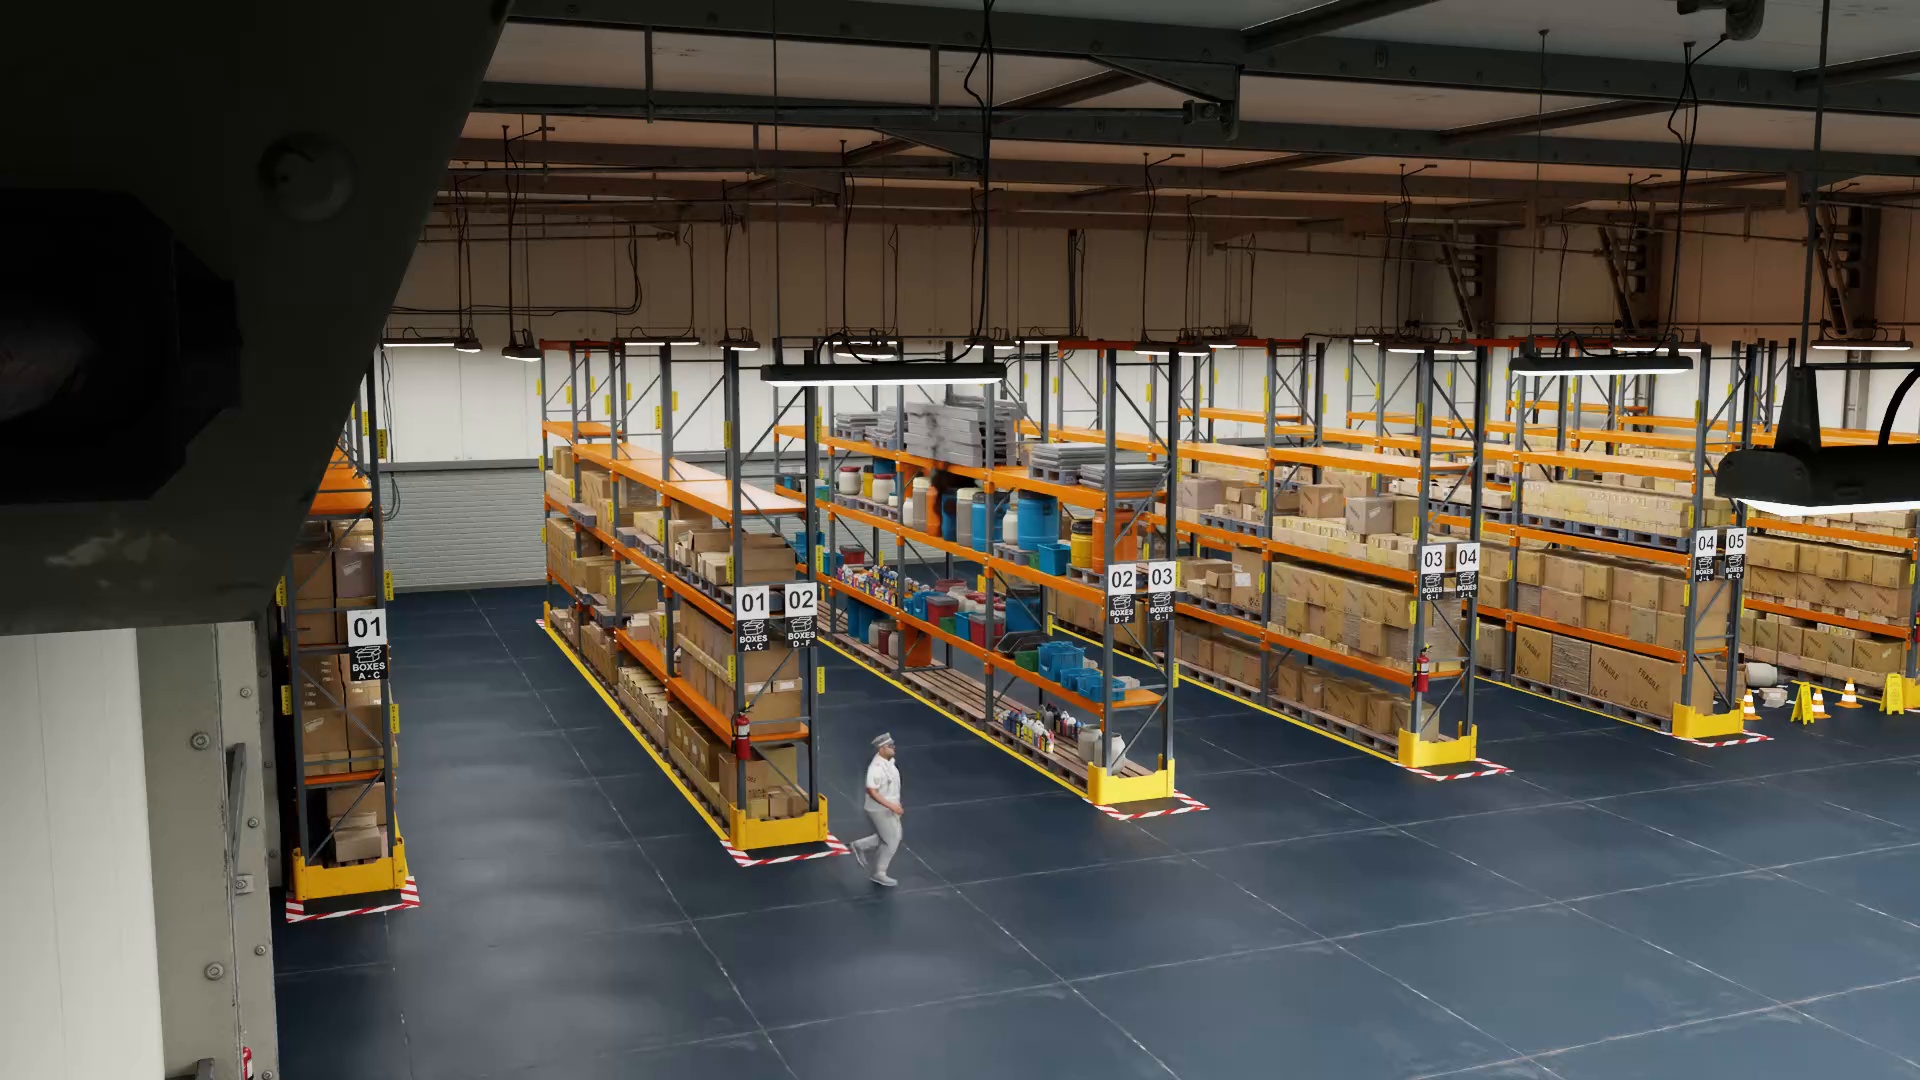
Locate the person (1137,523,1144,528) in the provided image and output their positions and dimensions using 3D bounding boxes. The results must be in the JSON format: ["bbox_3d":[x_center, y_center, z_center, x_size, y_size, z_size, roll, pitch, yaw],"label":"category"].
[{"bbox_3d":[4.249,0.154,41.065,0.884,1.690,0.751,-7,10,-43],"label":"person"}]

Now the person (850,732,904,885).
[{"bbox_3d":[-0.932,3.030,18.897,0.666,1.762,0.688,1,8,10],"label":"person"}]
